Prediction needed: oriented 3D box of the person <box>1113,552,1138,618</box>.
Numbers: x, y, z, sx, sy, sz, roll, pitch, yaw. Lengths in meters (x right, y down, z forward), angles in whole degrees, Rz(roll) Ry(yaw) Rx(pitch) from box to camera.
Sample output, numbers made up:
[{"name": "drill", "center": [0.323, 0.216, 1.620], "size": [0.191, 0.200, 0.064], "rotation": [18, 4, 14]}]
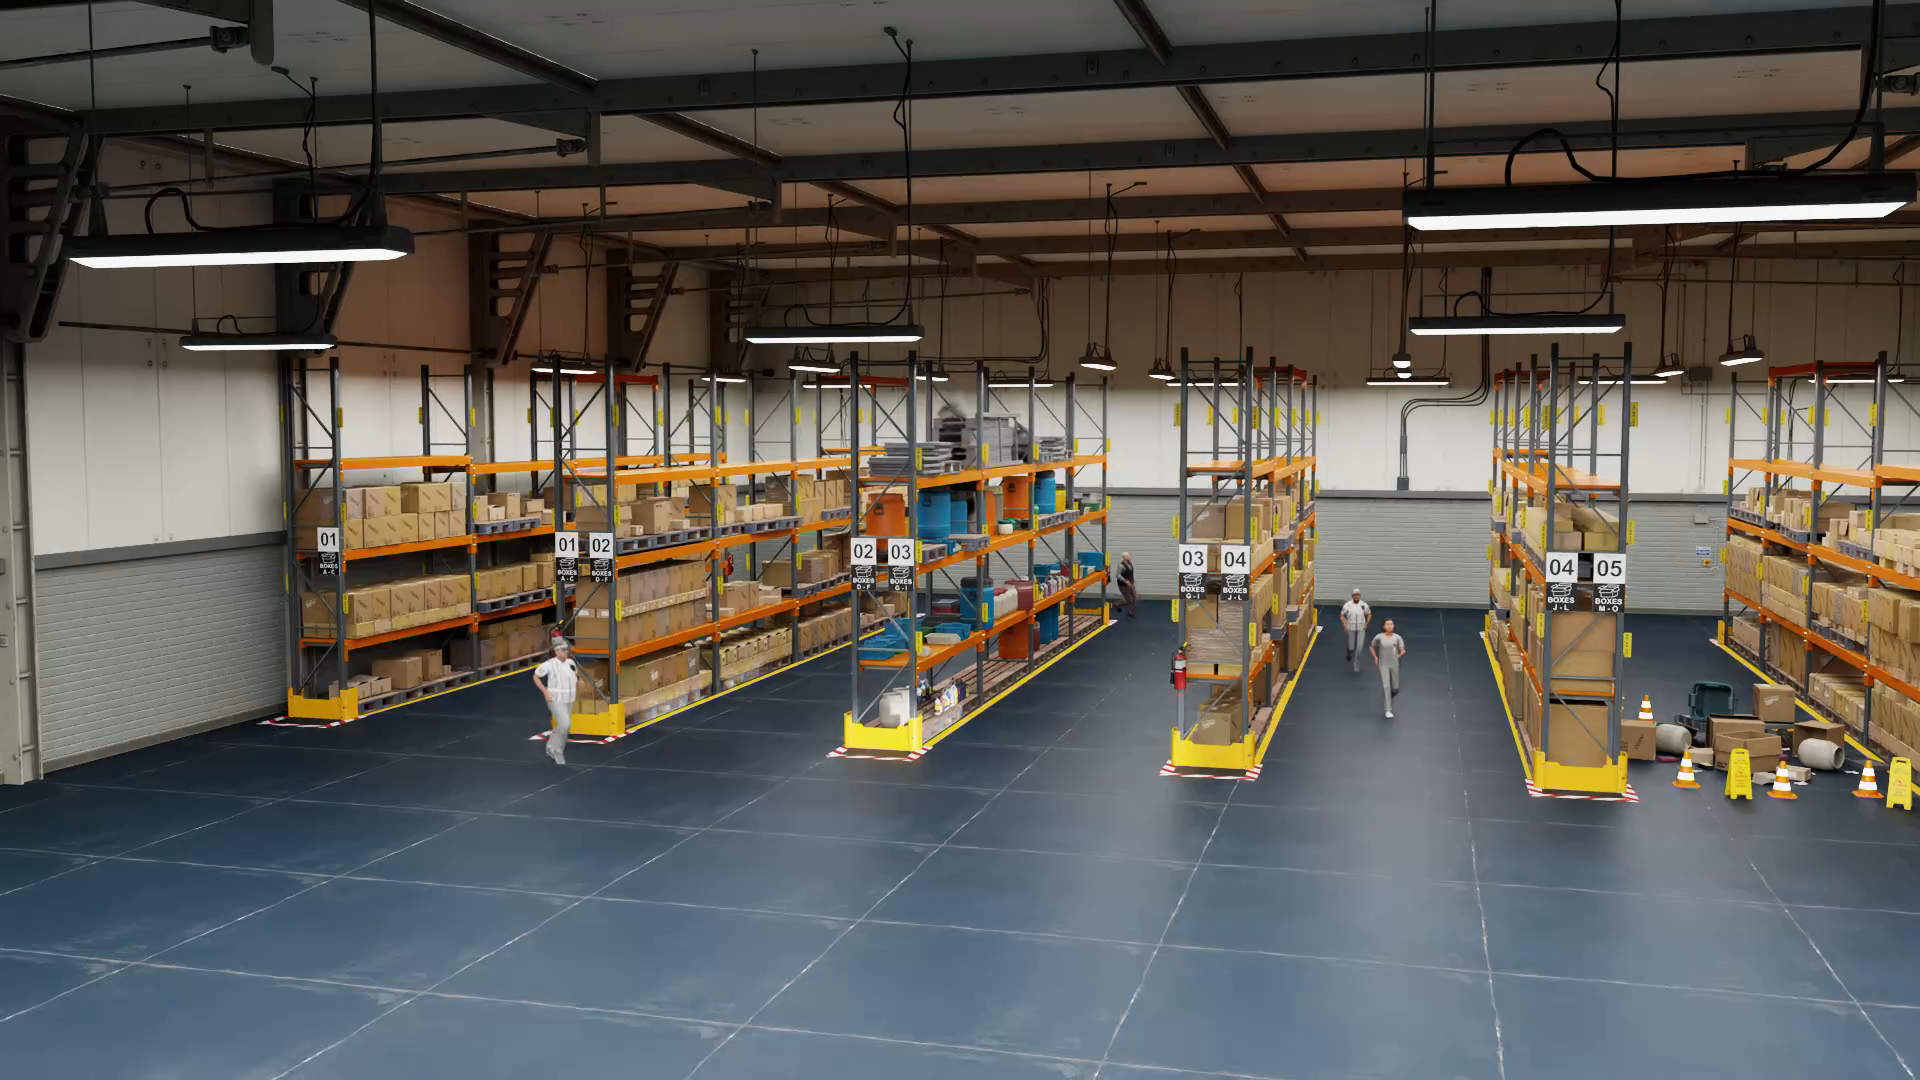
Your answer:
[{"name": "person", "center": [4.104, 1.150, 41.608], "size": [0.658, 1.692, 0.712], "rotation": [3, 5, 38]}]

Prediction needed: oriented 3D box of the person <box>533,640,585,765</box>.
[{"name": "person", "center": [-5.782, 2.362, 24.170], "size": [0.753, 1.836, 0.636], "rotation": [3, 5, 32]}]

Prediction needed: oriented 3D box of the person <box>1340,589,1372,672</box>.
[{"name": "person", "center": [7.868, 1.778, 33.047], "size": [0.616, 1.632, 0.599], "rotation": [1, 4, 9]}]

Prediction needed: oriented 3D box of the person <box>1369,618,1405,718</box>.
[{"name": "person", "center": [7.192, 2.173, 27.985], "size": [0.576, 1.546, 0.829], "rotation": [0, 4, 4]}]
